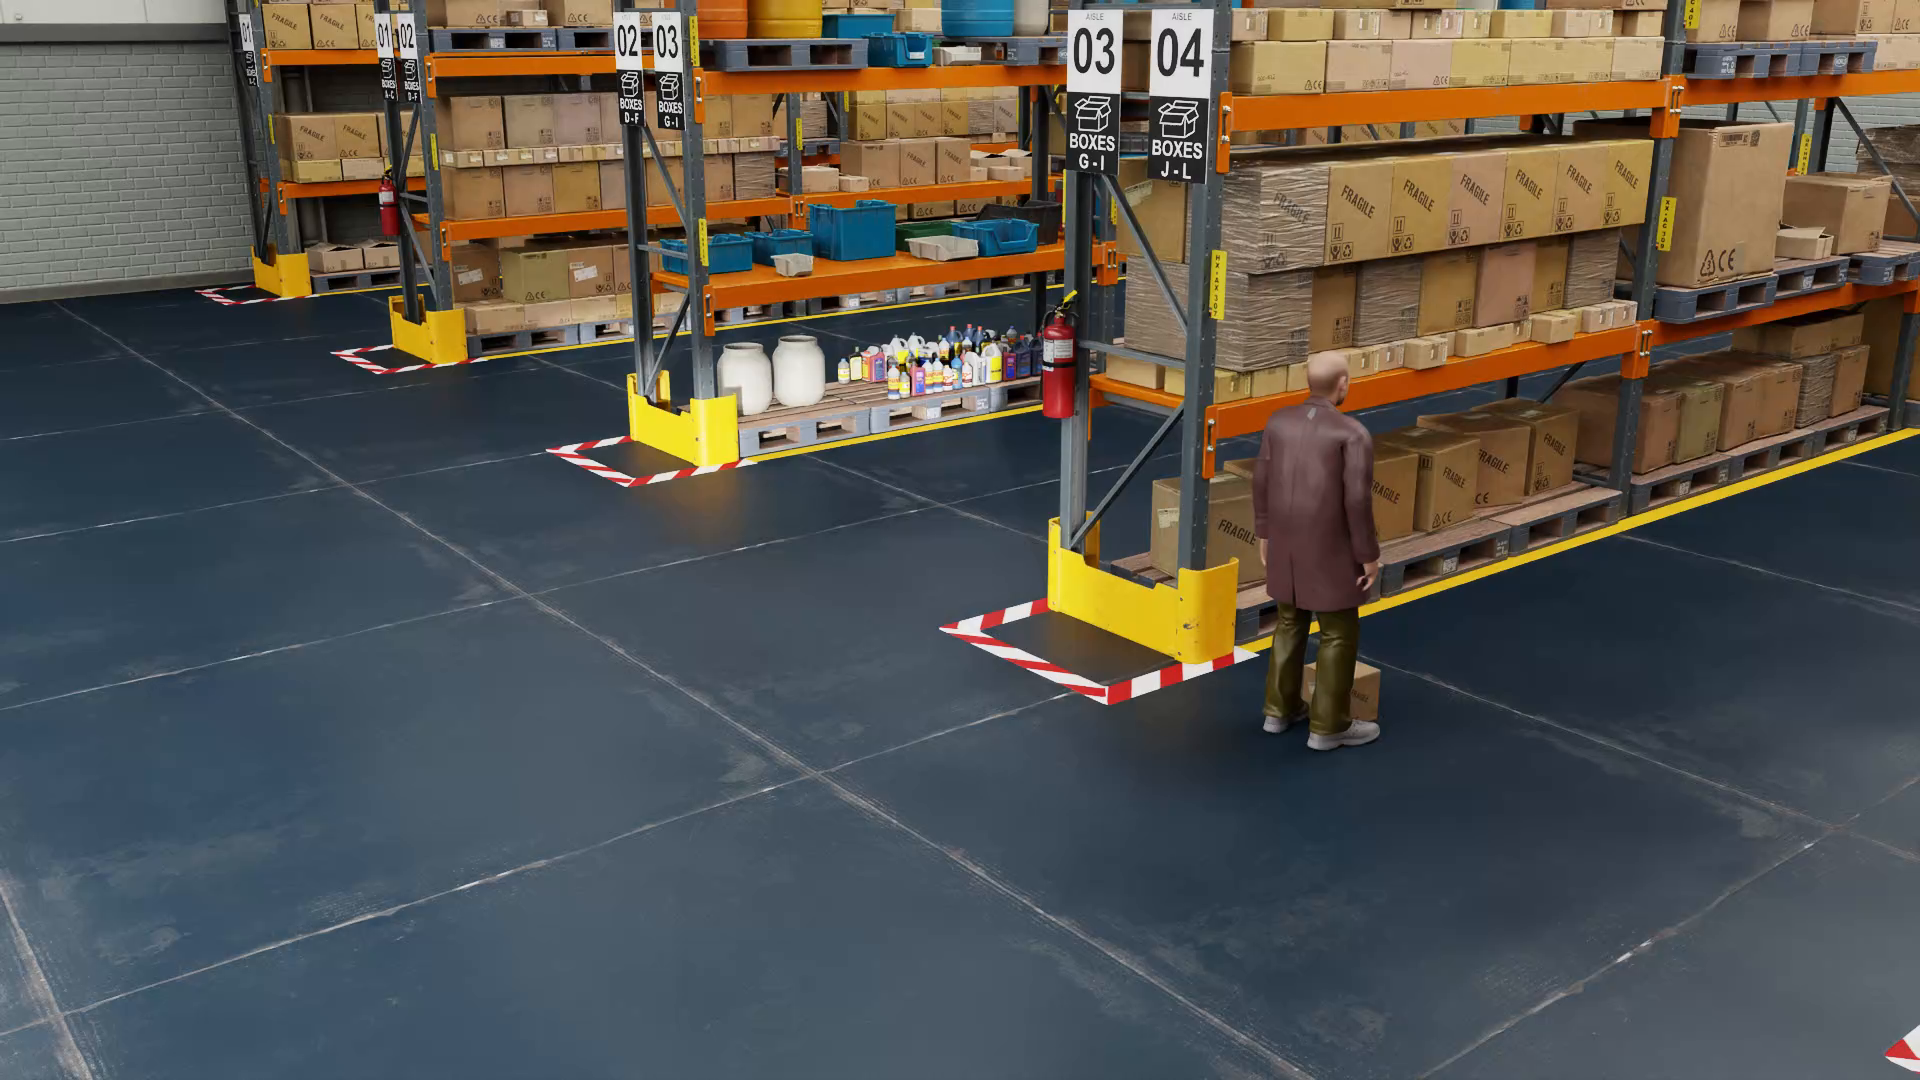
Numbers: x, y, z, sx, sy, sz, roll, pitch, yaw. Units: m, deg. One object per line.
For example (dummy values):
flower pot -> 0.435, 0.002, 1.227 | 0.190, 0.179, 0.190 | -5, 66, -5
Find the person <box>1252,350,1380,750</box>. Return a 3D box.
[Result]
person -> 1.592, 0.037, 7.460 | 0.429, 1.772, 0.648 | -15, 23, -40
